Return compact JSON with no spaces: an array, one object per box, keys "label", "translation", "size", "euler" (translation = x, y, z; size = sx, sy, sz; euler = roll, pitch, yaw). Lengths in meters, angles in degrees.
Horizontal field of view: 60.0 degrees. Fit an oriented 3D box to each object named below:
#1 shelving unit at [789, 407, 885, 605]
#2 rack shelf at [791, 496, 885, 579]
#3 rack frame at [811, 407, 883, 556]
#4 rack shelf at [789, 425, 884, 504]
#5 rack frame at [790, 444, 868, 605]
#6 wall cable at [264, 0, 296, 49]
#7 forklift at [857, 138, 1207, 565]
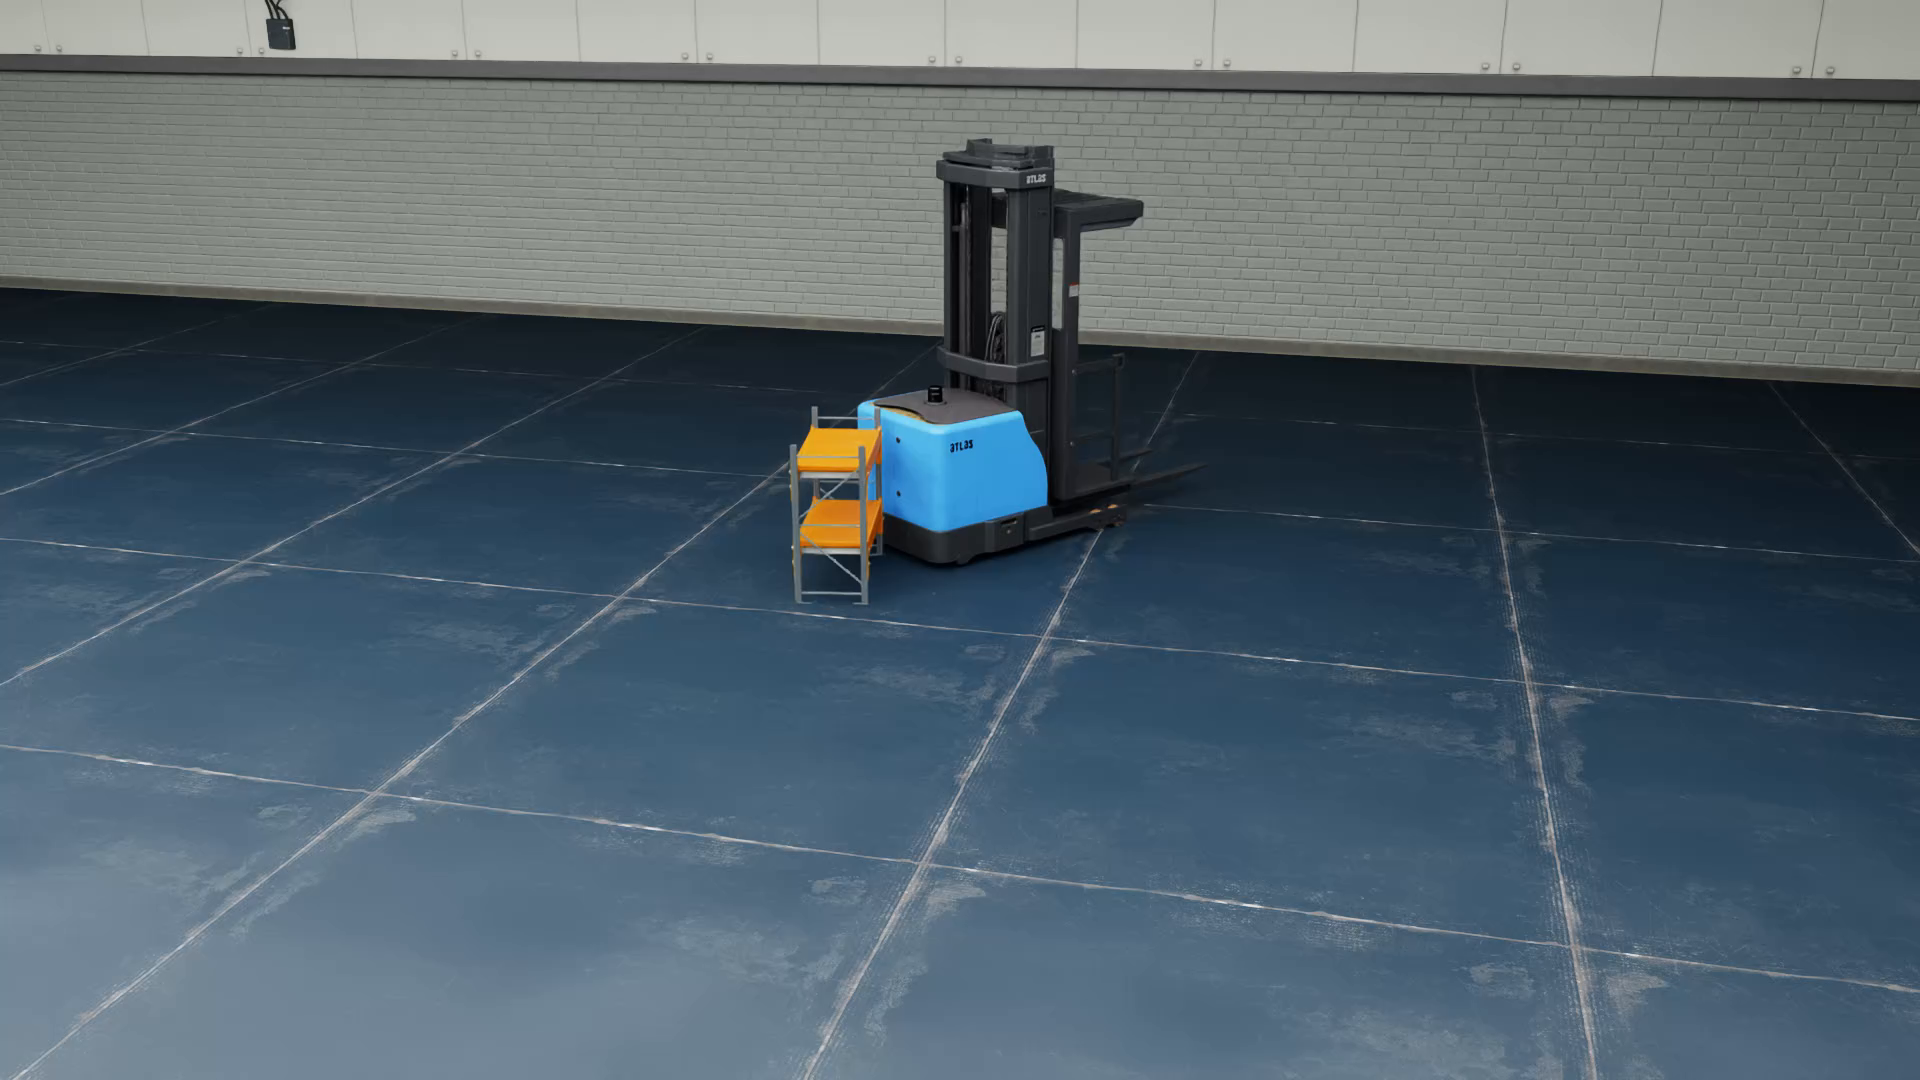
[{"label":"shelving unit","translation":[-0.851,-0.258,11.704],"size":[0.538,1.125,1.048],"euler":[1,19,3]},{"label":"rack shelf","translation":[-0.851,-0.027,11.783],"size":[0.538,0.278,1.000],"euler":[1,19,3]},{"label":"rack frame","translation":[-0.823,-0.422,12.184],"size":[0.500,1.125,0.032],"euler":[1,19,3]},{"label":"rack shelf","translation":[-0.851,-0.535,11.609],"size":[0.538,0.278,1.000],"euler":[1,19,3]},{"label":"rack frame","translation":[-0.878,-0.094,11.223],"size":[0.500,1.125,0.032],"euler":[1,19,3]},{"label":"wall cable","translation":[-7.453,-8.863,19.453],"size":[2.305,6.003,0.169],"euler":[5,19,13]},{"label":"forklift","translation":[0.681,-1.576,12.767],"size":[3.031,2.935,1.130],"euler":[-15,24,-37]}]
